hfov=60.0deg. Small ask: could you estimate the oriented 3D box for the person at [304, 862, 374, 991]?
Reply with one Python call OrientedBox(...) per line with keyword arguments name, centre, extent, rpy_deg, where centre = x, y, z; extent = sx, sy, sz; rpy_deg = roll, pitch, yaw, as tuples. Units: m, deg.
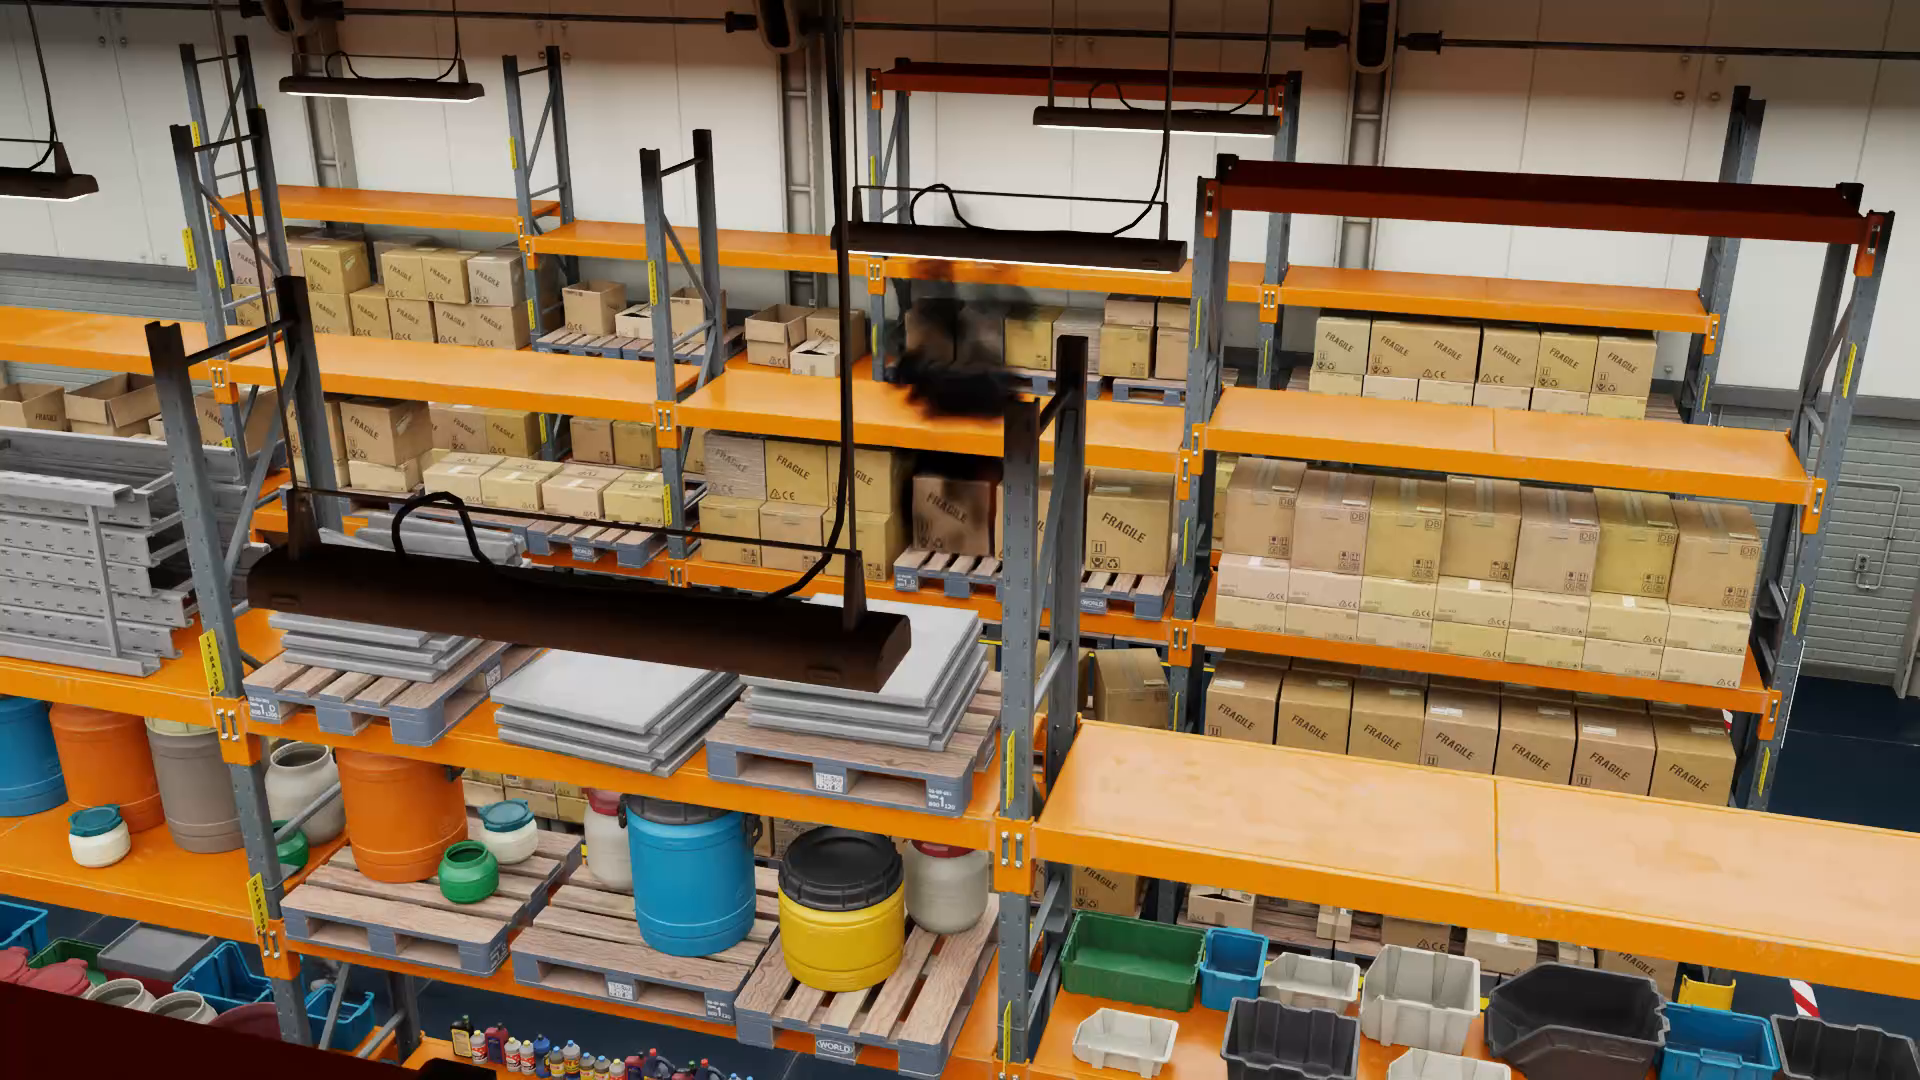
OrientedBox(name="person", centre=(-4.636, 2.648, 12.280), extent=(0.593, 1.648, 0.598), rpy_deg=(2, 23, 5))
